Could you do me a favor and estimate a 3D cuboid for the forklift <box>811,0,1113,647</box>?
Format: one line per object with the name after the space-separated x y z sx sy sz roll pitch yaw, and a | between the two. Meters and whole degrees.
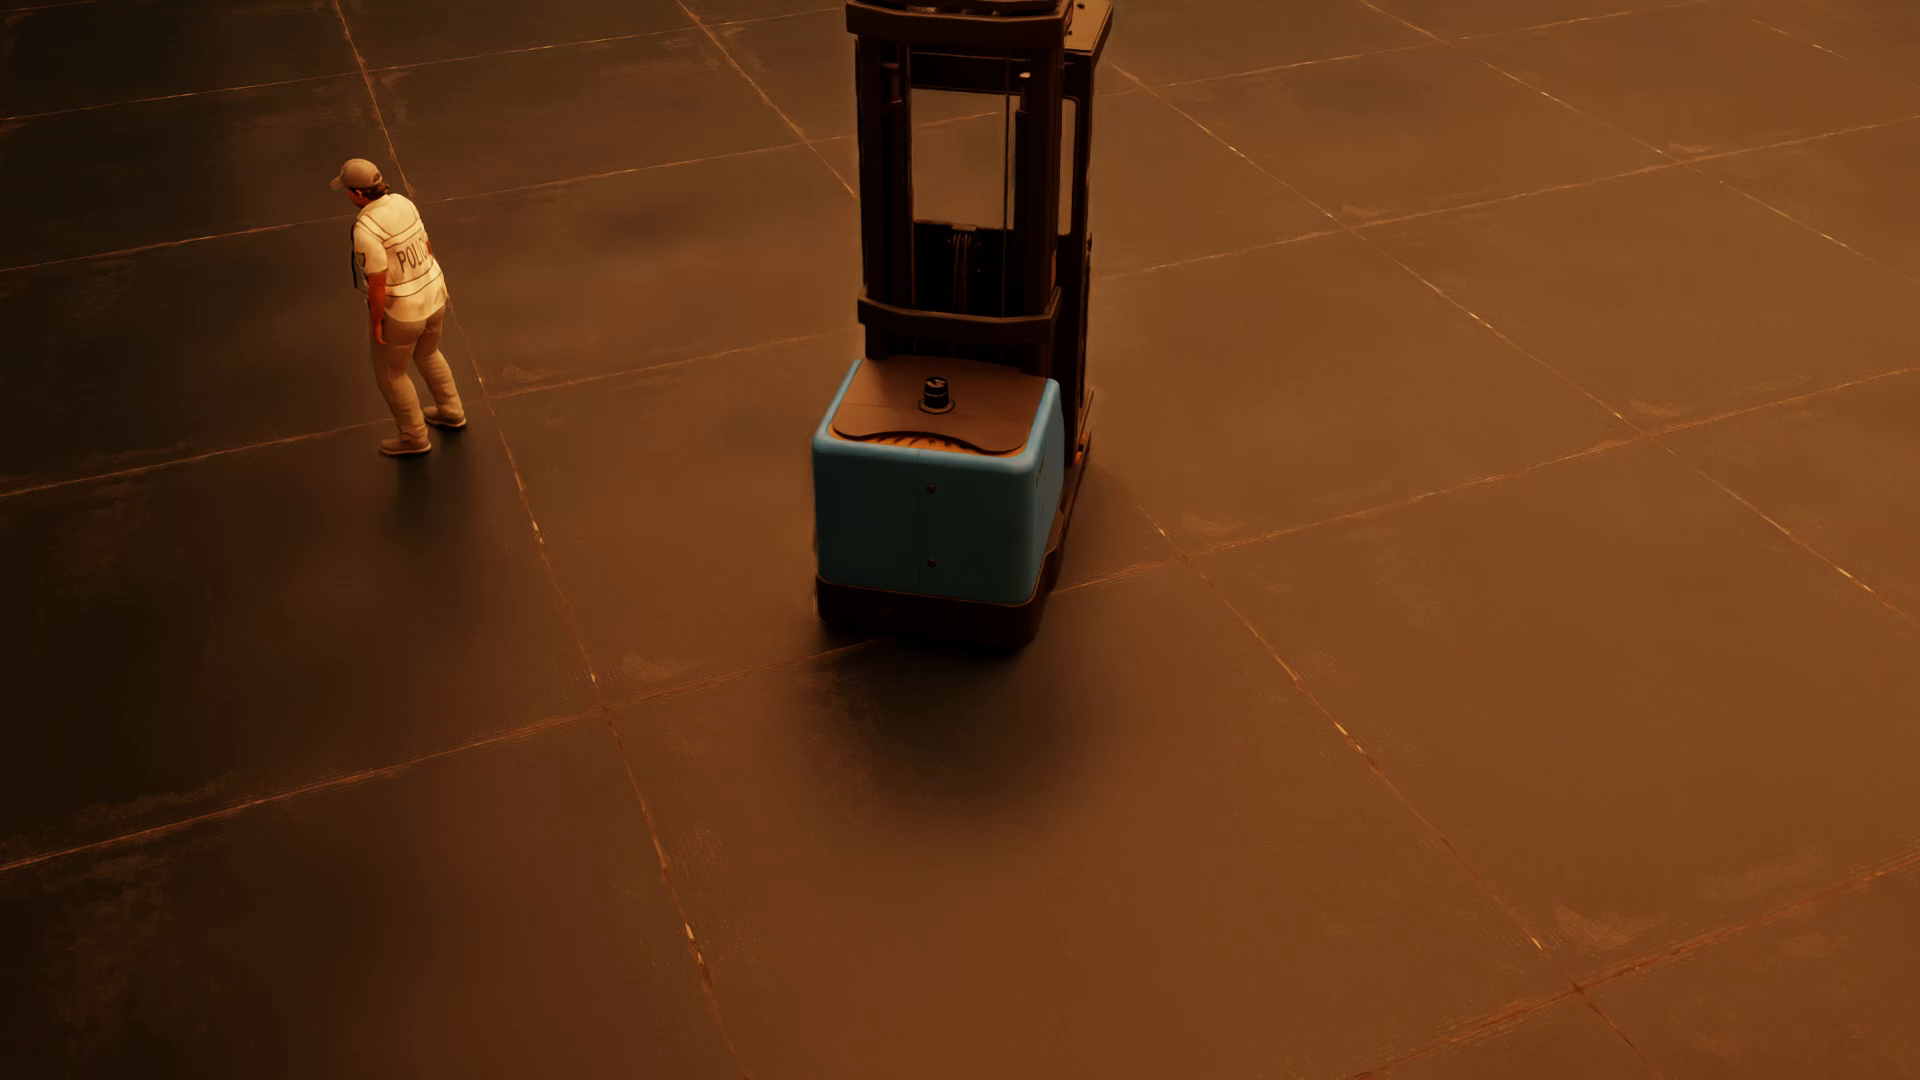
0.113 -1.543 8.269 1.130 2.935 3.031 7 36 9 | forklift

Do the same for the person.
-3.025 -1.260 8.973 0.459 1.670 0.530 11 37 15 | person
